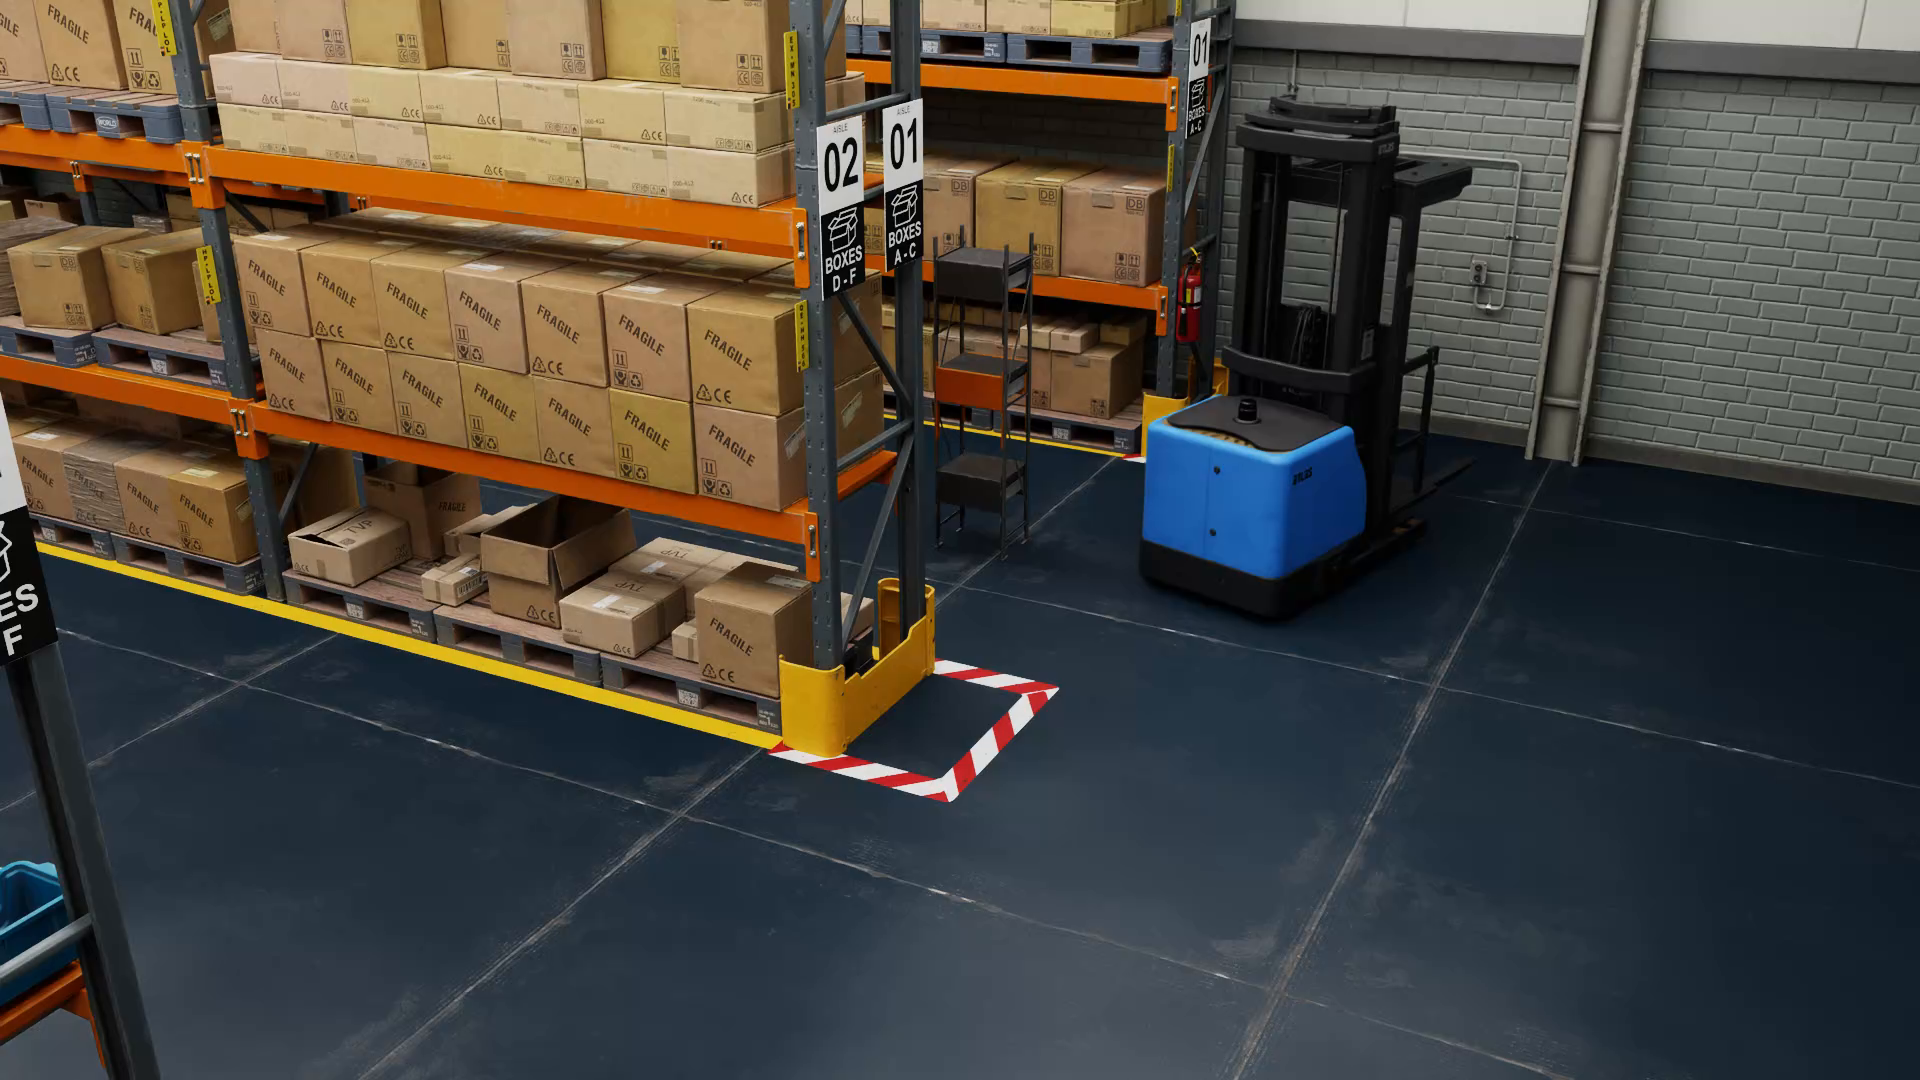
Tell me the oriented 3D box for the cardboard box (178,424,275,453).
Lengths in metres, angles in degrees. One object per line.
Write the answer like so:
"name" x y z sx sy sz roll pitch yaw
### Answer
"cardboard box" -4.842 -0.485 11.188 0.500 0.500 0.500 12 26 25

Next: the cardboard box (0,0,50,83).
"cardboard box" -5.647 -3.186 10.285 0.600 0.600 0.600 10 25 22

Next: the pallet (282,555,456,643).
"pallet" -3.427 0.233 10.432 1.213 0.211 1.003 11 25 25

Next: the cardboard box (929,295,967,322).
"cardboard box" -0.064 -1.942 13.812 0.250 0.149 0.380 11 25 24

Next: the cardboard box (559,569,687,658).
"cardboard box" -1.900 0.409 9.406 0.500 0.250 0.500 11 25 25

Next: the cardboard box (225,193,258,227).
"cardboard box" -7.422 -3.421 17.135 0.500 0.250 0.500 10 25 23

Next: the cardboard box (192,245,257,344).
"cardboard box" -4.361 -1.573 10.451 0.500 0.500 0.700 3 23 7

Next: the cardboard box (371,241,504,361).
"cardboard box" -2.827 -1.314 9.102 0.500 0.500 0.500 10 25 23

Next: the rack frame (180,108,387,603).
"rack frame" -4.039 -1.172 10.172 0.127 3.000 1.000 11 25 25

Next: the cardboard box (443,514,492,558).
"cardboard box" -3.041 -0.015 10.534 0.250 0.149 0.380 11 25 25

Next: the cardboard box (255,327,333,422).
"cardboard box" -3.707 -1.032 9.717 0.500 0.500 0.500 12 26 26

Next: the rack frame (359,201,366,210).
"rack frame" -5.377 -3.609 15.903 0.127 3.000 1.000 11 25 25

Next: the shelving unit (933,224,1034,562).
"shelving unit" 0.148 -0.937 10.770 0.503 2.100 0.431 11 25 25

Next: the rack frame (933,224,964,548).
"rack frame" -0.070 -0.980 10.872 0.015 2.100 0.400 11 25 25

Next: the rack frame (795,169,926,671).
"rack frame" -0.470 -0.465 8.511 0.127 3.000 1.000 11 25 25

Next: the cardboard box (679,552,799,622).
"cardboard box" -1.273 0.314 9.629 0.500 0.250 0.500 11 25 25

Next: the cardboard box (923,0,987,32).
"cardboard box" 0.057 -3.965 12.435 0.500 0.250 0.500 10 25 23

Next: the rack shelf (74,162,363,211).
"rack shelf" -7.162 -3.631 16.874 4.000 0.370 1.077 11 25 25

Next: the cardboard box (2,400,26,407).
"cardboard box" -6.669 -0.847 12.040 0.500 0.500 0.500 12 26 27

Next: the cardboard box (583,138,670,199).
"cardboard box" -1.488 -1.867 8.167 0.500 0.250 0.500 11 25 25

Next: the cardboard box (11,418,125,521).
"cardboard box" -5.949 -0.479 11.175 0.500 0.500 0.500 10 25 23

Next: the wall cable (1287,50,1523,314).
"wall cable" 3.332 -2.768 12.627 1.851 1.984 0.084 11 25 25

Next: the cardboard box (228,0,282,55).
"cardboard box" -3.588 -2.986 9.199 0.500 0.500 0.700 11 25 25

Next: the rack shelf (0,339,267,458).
"rack shelf" -5.824 -1.194 11.143 4.000 0.370 1.077 11 25 25

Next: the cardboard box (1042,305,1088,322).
"cardboard box" 0.842 -1.763 13.391 0.250 0.149 0.380 11 26 25

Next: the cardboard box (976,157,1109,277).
"cardboard box" 0.648 -2.545 13.019 0.700 0.700 0.980 11 25 24

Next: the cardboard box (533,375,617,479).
"cardboard box" -1.900 -0.676 8.878 0.500 0.500 0.500 11 26 25

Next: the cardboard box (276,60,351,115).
"cardboard box" -3.271 -2.453 8.904 0.500 0.250 0.500 11 25 25

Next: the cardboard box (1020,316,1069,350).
"cardboard box" 0.667 -1.630 13.079 0.250 0.149 0.380 12 26 26

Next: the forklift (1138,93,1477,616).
"forklift" 2.498 -1.387 10.766 1.130 2.935 3.031 19 30 38

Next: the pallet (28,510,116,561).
"pallet" -5.875 -0.234 11.530 1.213 0.211 1.003 11 25 25

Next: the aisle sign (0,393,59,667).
"aisle sign" -2.510 -0.023 4.150 0.004 0.787 0.394 11 25 25

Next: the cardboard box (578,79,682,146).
"cardboard box" -1.490 -2.096 8.067 0.500 0.250 0.500 11 25 25

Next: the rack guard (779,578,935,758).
"rack guard" -0.538 0.672 9.032 0.348 0.500 1.175 11 25 25

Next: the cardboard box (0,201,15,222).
"cardboard box" -6.996 -2.045 11.562 0.500 0.500 0.700 3 23 7

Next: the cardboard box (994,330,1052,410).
"cardboard box" 0.646 -1.416 13.404 0.500 0.500 0.700 11 25 24

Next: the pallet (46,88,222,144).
"pallet" -4.590 -2.605 9.950 1.003 0.211 1.213 11 25 25

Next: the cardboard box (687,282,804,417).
"cardboard box" -0.991 -0.954 8.255 0.500 0.500 0.500 11 25 24

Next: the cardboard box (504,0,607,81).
"cardboard box" -1.838 -2.605 8.305 0.500 0.500 0.700 11 25 25

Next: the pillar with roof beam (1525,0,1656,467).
"pillar with roof beam" 2.619 -3.279 7.461 0.400 9.000 9.100 11 25 25

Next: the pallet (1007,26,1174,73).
"pallet" 1.095 -3.663 12.311 1.213 0.211 1.003 11 25 25

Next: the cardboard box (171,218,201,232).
"cardboard box" -7.799 -3.169 17.501 0.500 0.500 0.700 11 25 24

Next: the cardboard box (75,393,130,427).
"cardboard box" -5.701 -1.004 11.452 0.500 0.250 0.500 11 25 24

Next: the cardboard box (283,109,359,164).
"cardboard box" -3.273 -2.221 8.998 0.500 0.250 0.500 11 25 25

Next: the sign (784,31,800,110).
"sign" -0.738 -2.063 7.303 0.005 0.325 0.100 11 25 25

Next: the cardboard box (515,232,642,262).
"cardboard box" -2.115 -1.411 9.329 0.500 0.500 0.500 11 25 24
